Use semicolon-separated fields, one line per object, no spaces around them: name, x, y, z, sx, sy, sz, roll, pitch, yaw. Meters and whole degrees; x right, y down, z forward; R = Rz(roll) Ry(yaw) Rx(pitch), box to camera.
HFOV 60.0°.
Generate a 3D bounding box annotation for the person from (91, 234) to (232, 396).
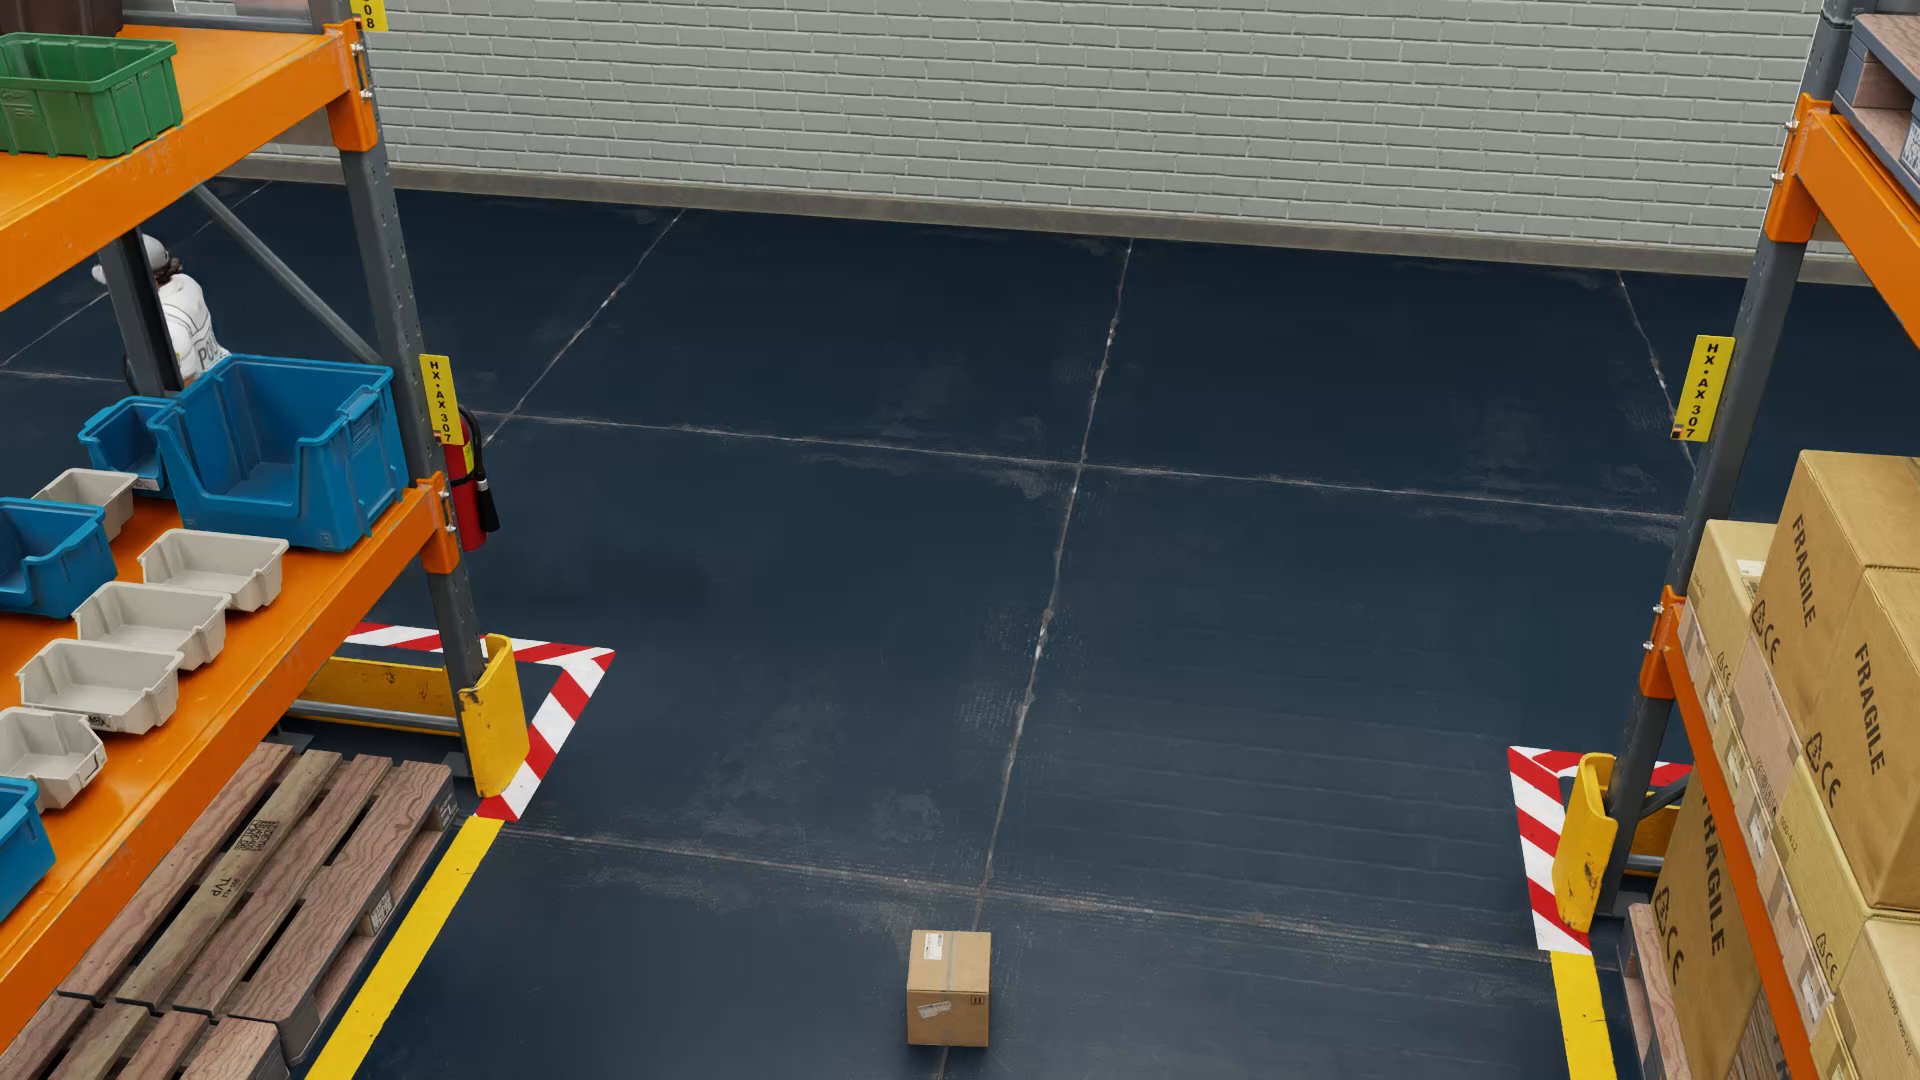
person;-3.103;-0.553;6.981;0.723;1.628;0.524;-5;33;-8
